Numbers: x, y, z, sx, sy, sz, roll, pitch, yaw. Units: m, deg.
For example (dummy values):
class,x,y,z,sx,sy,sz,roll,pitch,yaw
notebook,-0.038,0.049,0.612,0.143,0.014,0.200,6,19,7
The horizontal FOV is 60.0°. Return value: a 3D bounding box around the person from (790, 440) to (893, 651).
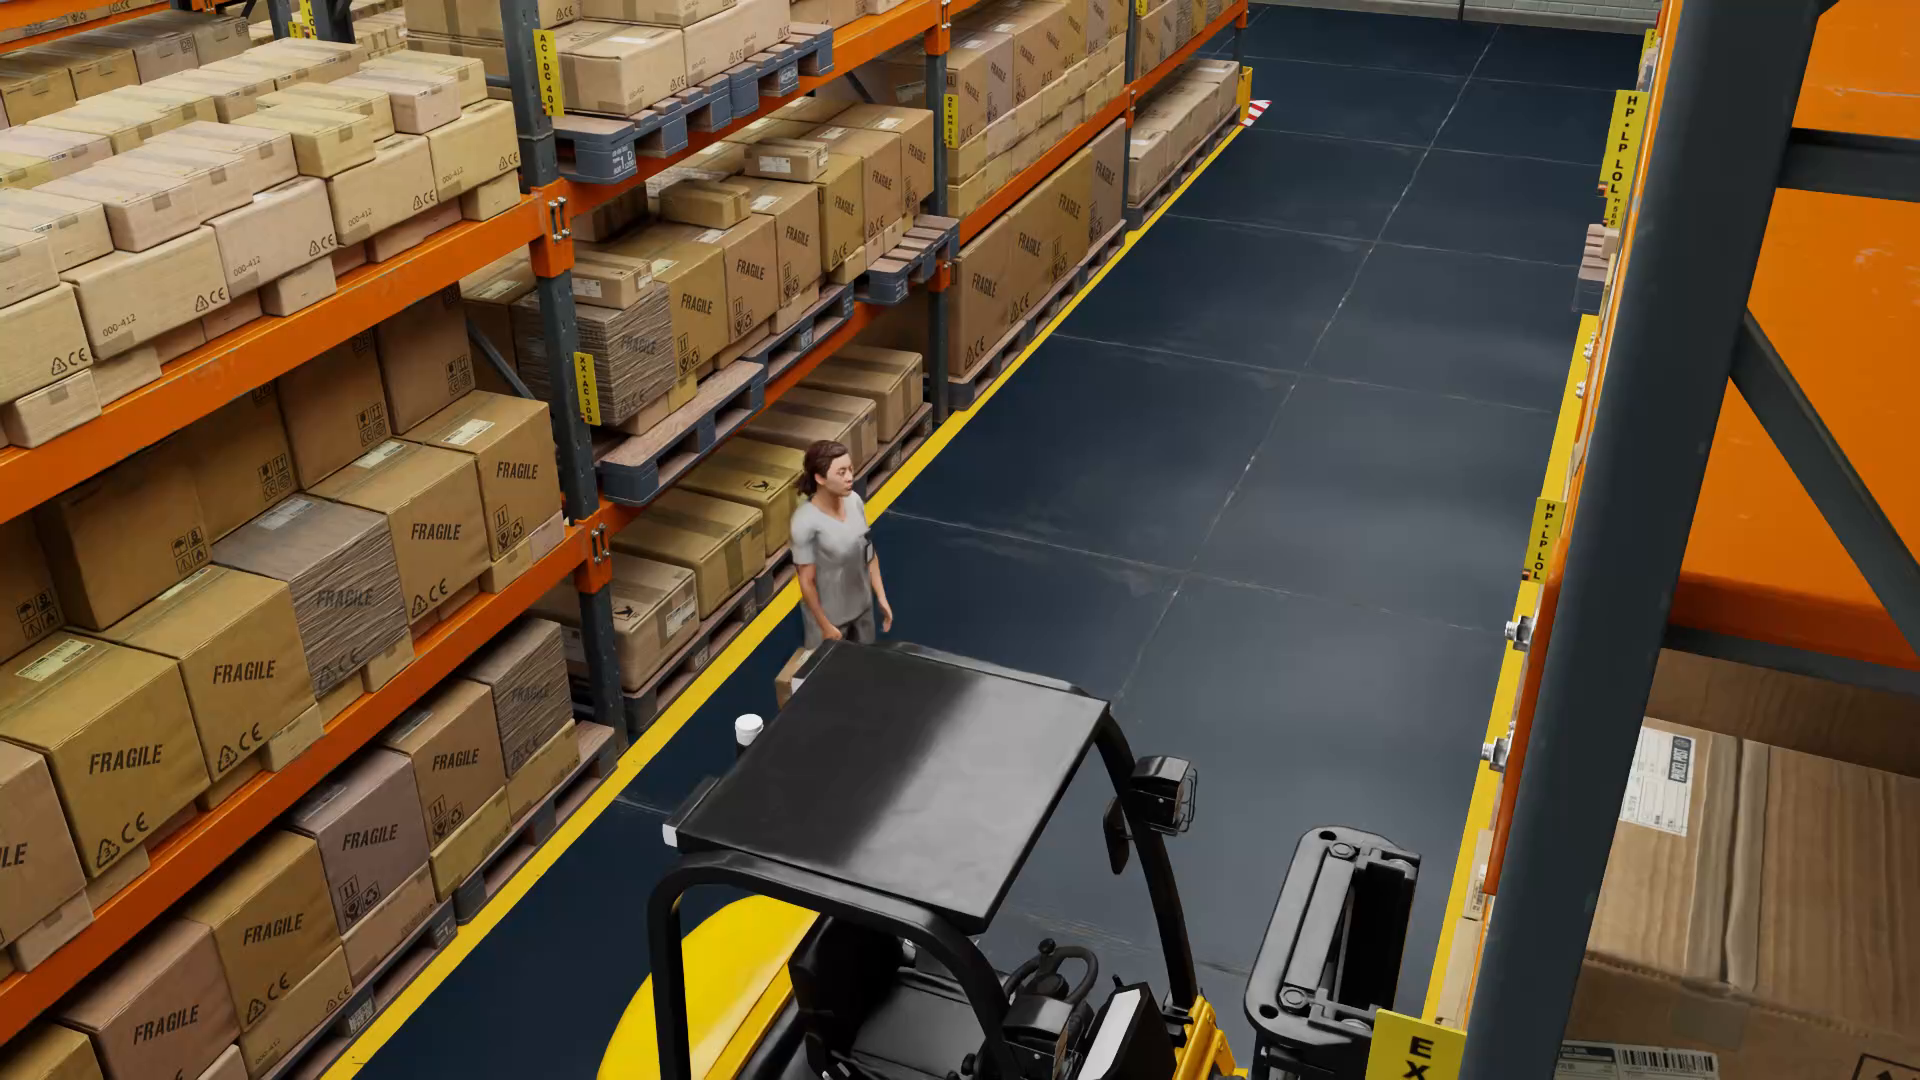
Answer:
class,x,y,z,sx,sy,sz,roll,pitch,yaw
person,-0.557,0.352,7.476,0.443,1.684,0.527,21,36,33
